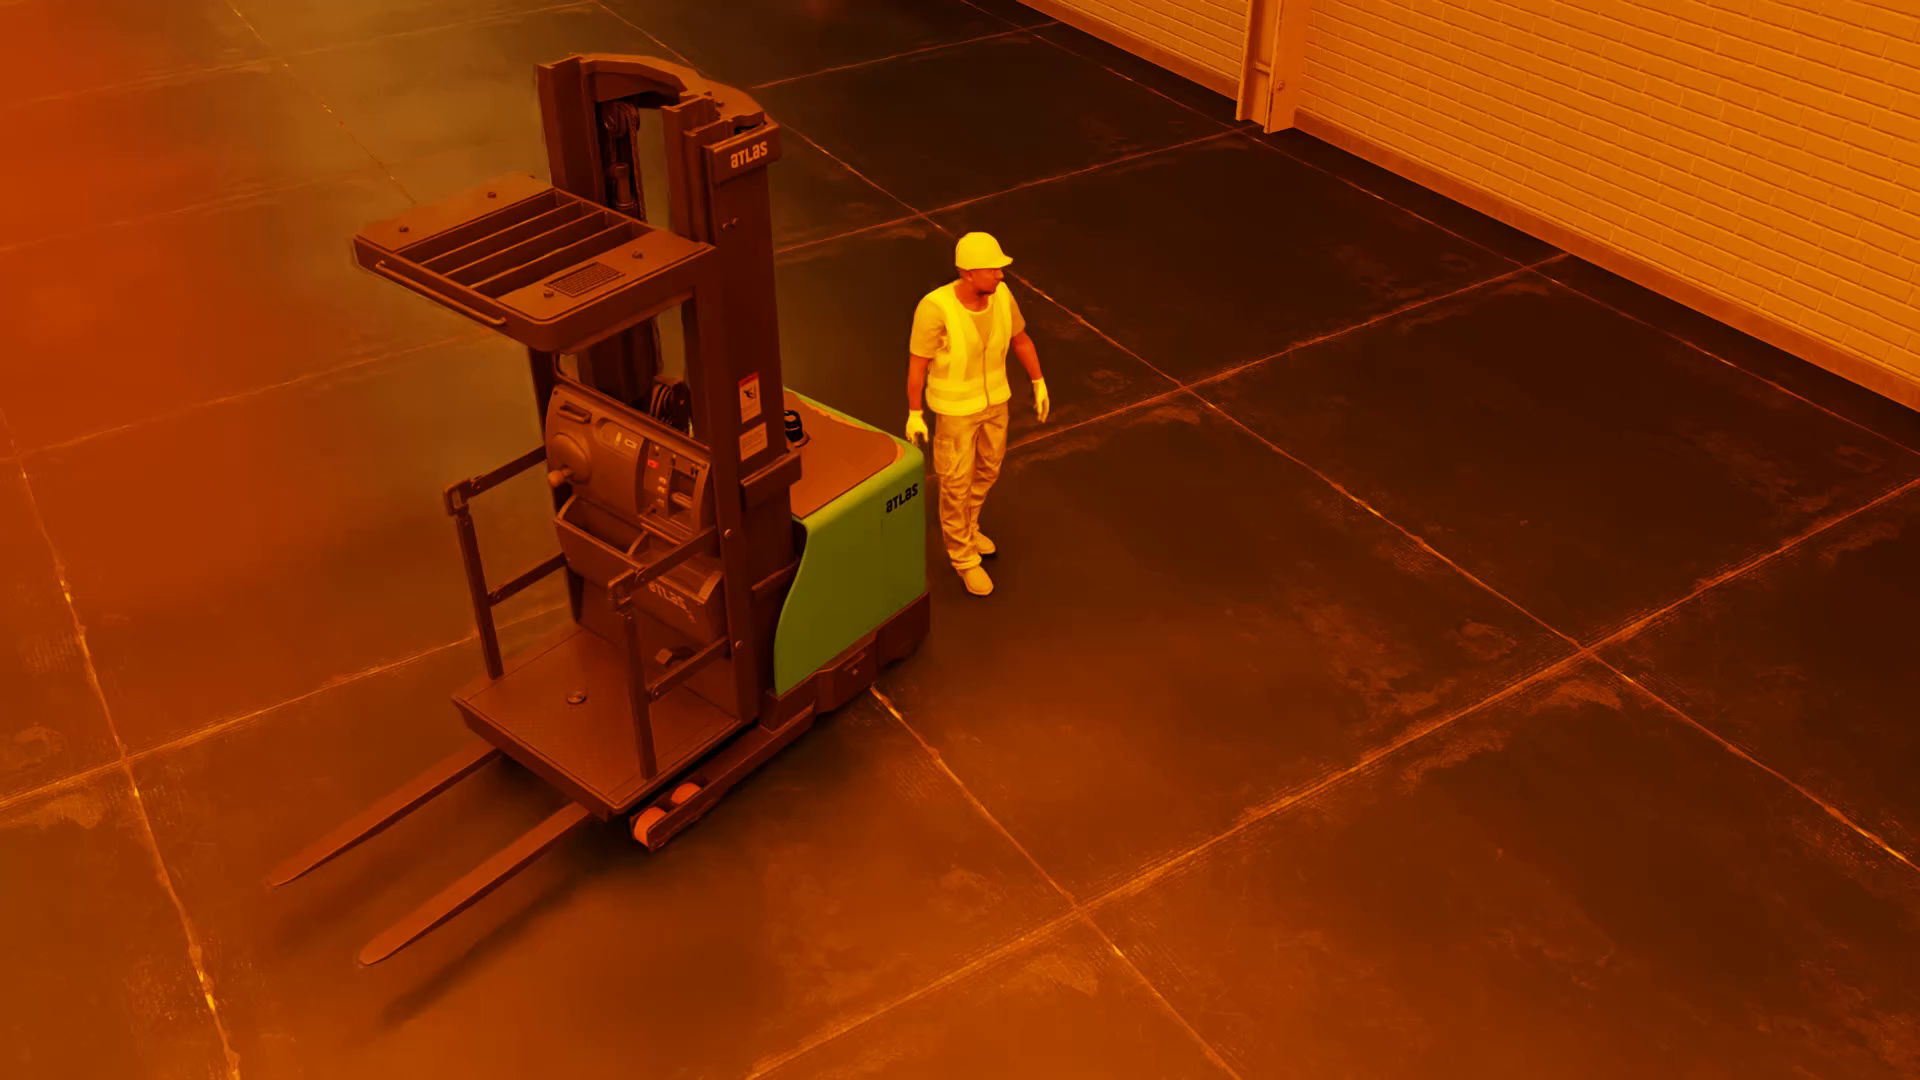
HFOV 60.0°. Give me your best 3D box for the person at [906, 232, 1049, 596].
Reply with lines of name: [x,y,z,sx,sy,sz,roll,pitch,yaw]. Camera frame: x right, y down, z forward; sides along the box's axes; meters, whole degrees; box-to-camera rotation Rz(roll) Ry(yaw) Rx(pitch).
person: [0.125,-0.624,8.057,0.729,1.778,0.582,-24,42,-30]

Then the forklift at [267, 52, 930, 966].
forklift: [-1.467,-0.251,6.505,1.130,2.935,3.031,25,42,31]
